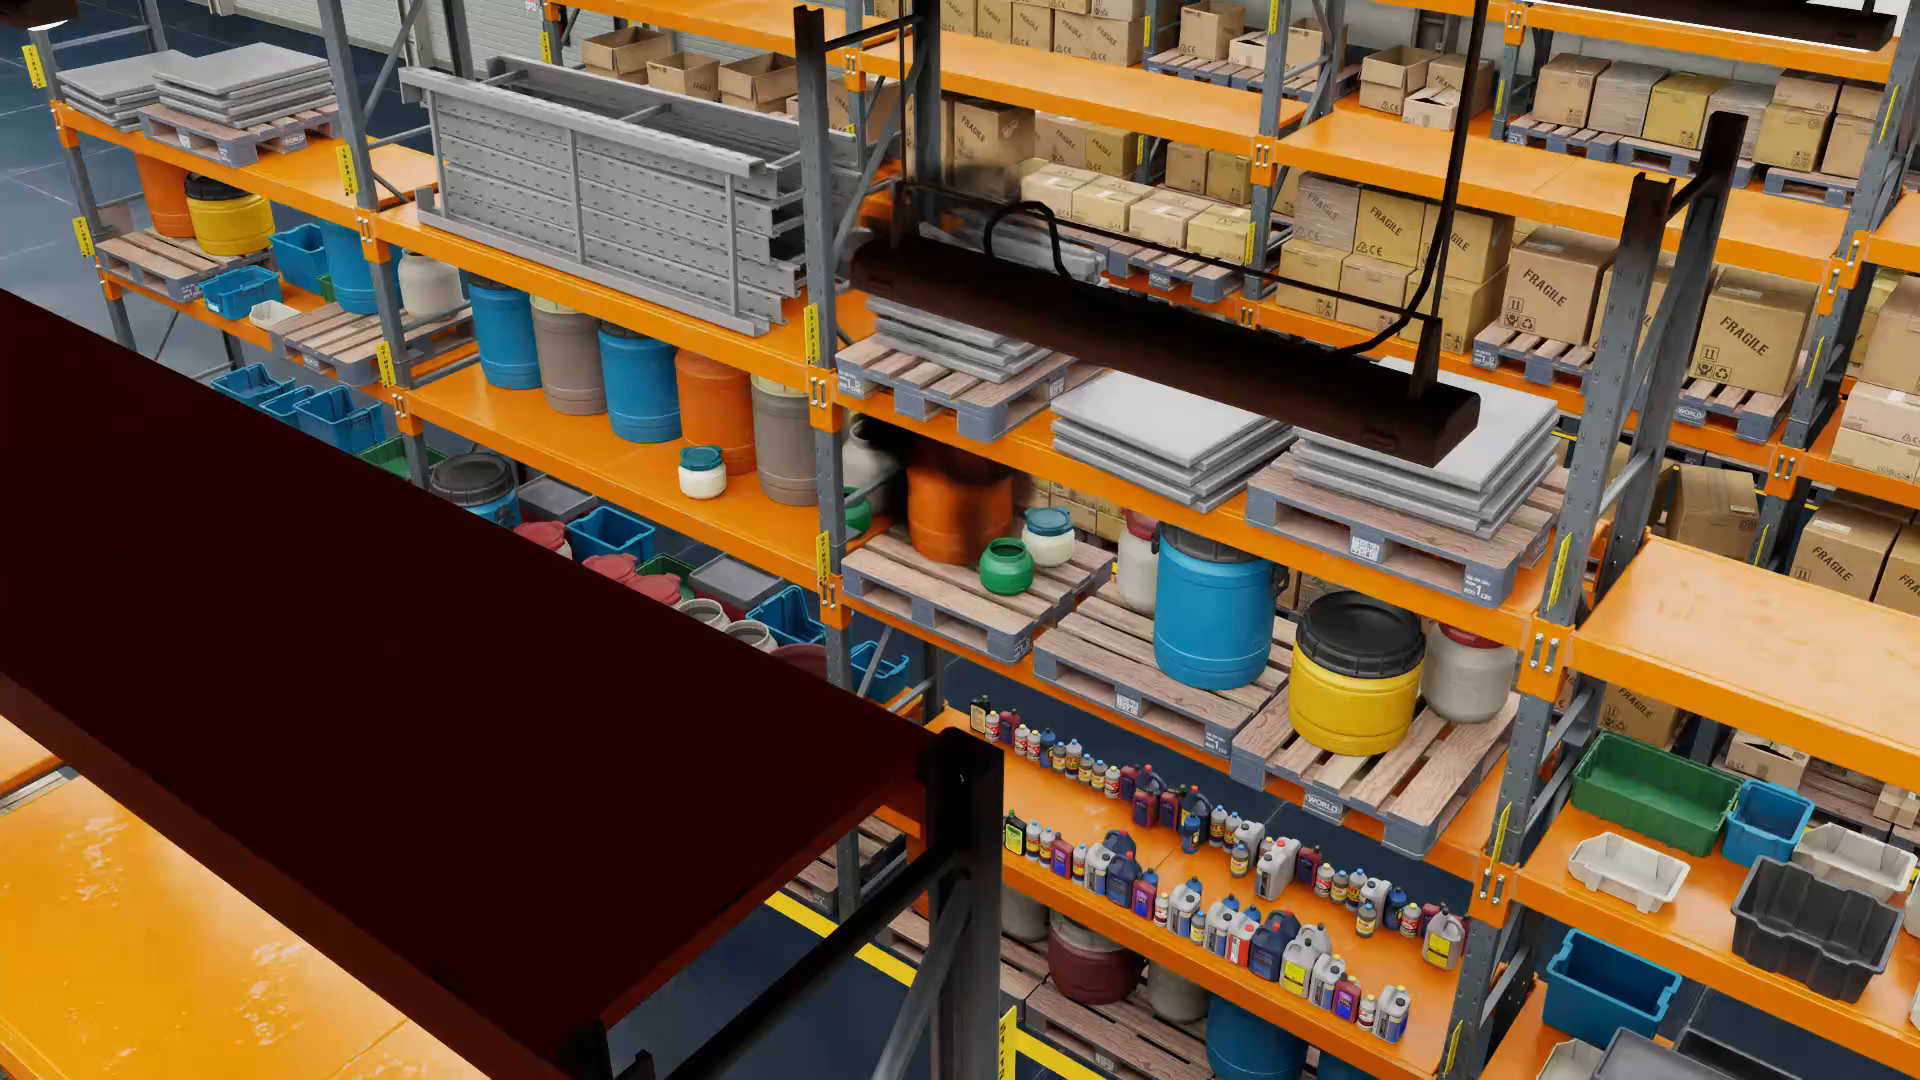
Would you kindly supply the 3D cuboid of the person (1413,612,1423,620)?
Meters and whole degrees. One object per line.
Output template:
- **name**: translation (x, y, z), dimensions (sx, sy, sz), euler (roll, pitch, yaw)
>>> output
- **person**: translation (2.934, 0.847, 11.811), dimensions (0.706, 1.743, 0.582), euler (20, 37, 29)

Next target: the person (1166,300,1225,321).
- **person**: translation (2.562, -2.420, 17.702), dimensions (0.823, 1.673, 0.702), euler (-7, 32, -12)
